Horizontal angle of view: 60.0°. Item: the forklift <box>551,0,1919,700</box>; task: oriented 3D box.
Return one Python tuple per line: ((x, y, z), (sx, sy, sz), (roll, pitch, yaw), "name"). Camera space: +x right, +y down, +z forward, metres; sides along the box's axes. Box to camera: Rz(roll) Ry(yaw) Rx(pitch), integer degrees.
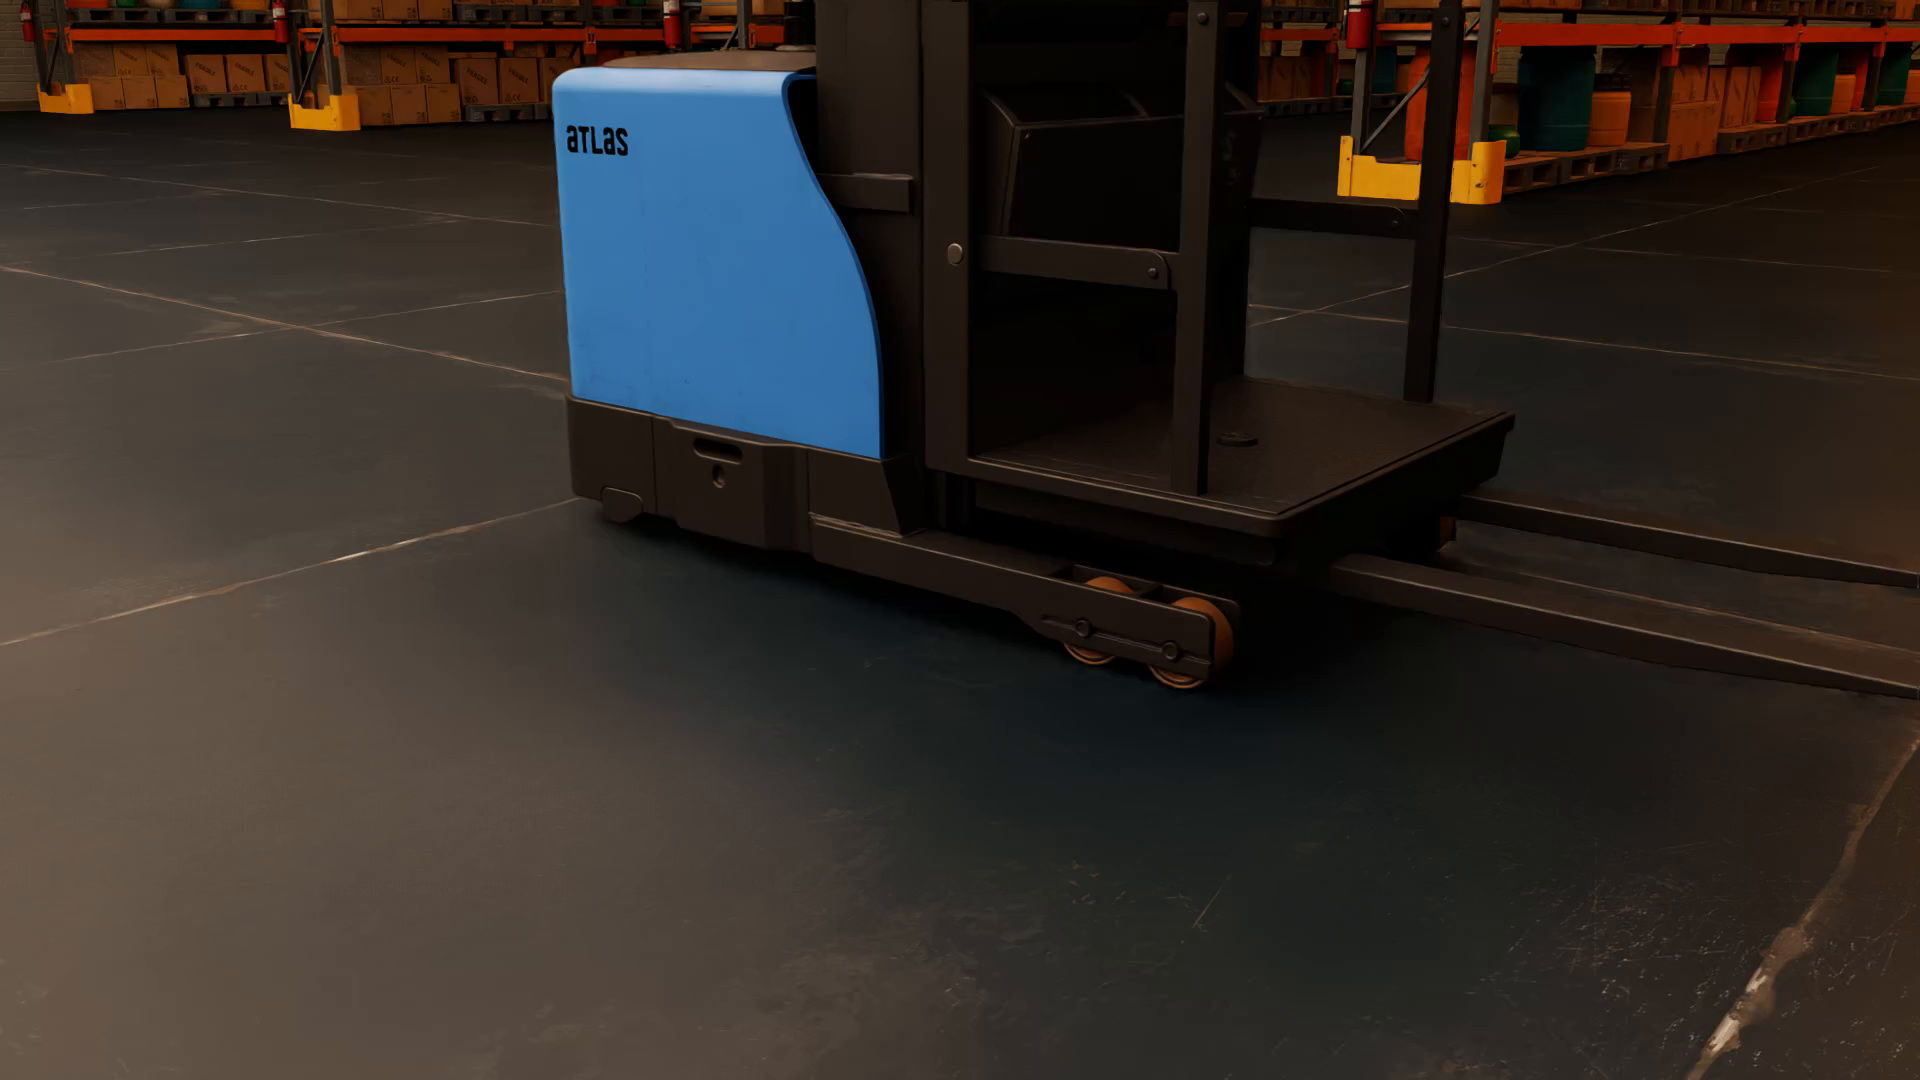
((0.509, -1.303, 3.189), (3.031, 2.935, 1.130), (13, 21, 37), "forklift")
